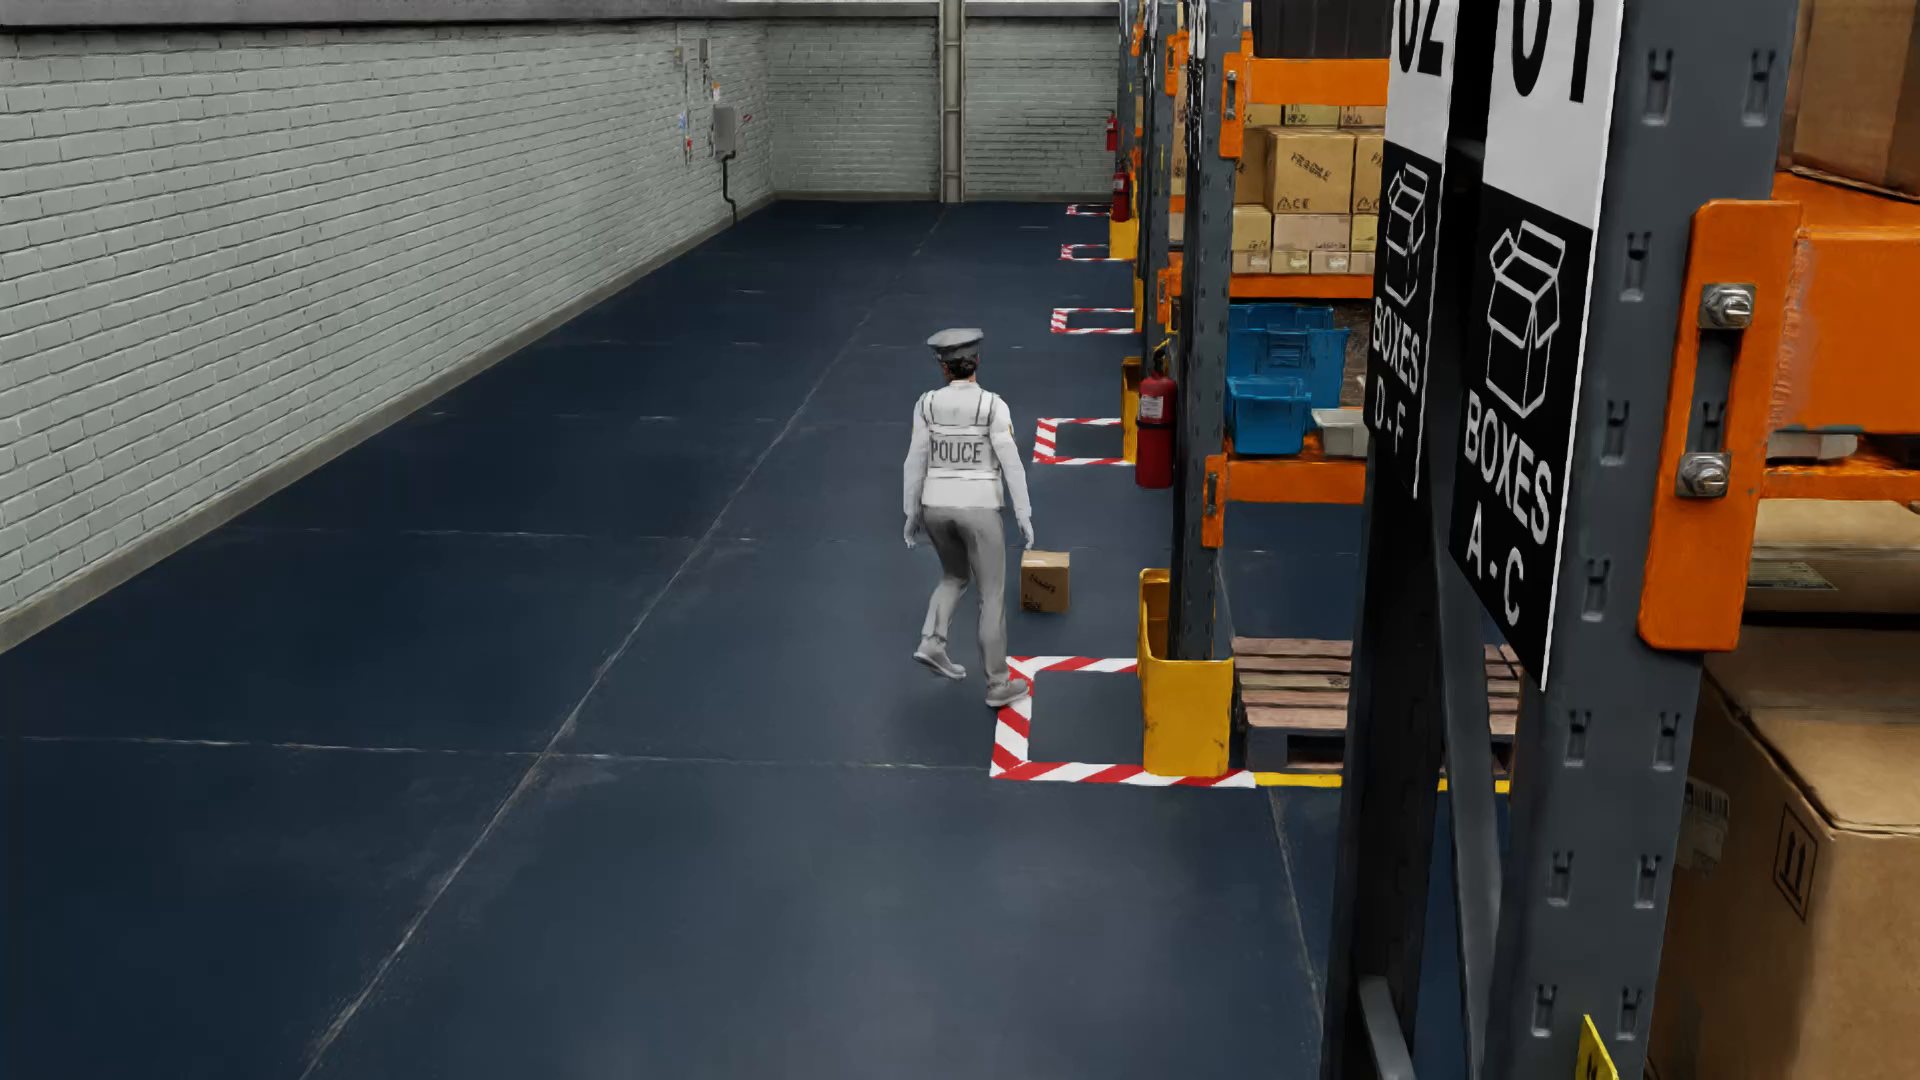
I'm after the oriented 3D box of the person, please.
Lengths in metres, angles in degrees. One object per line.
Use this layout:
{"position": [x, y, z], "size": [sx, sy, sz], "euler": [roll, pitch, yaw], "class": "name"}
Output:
{"position": [0.033, -0.101, 7.364], "size": [0.583, 1.640, 0.452], "euler": [8, 19, 24], "class": "person"}
